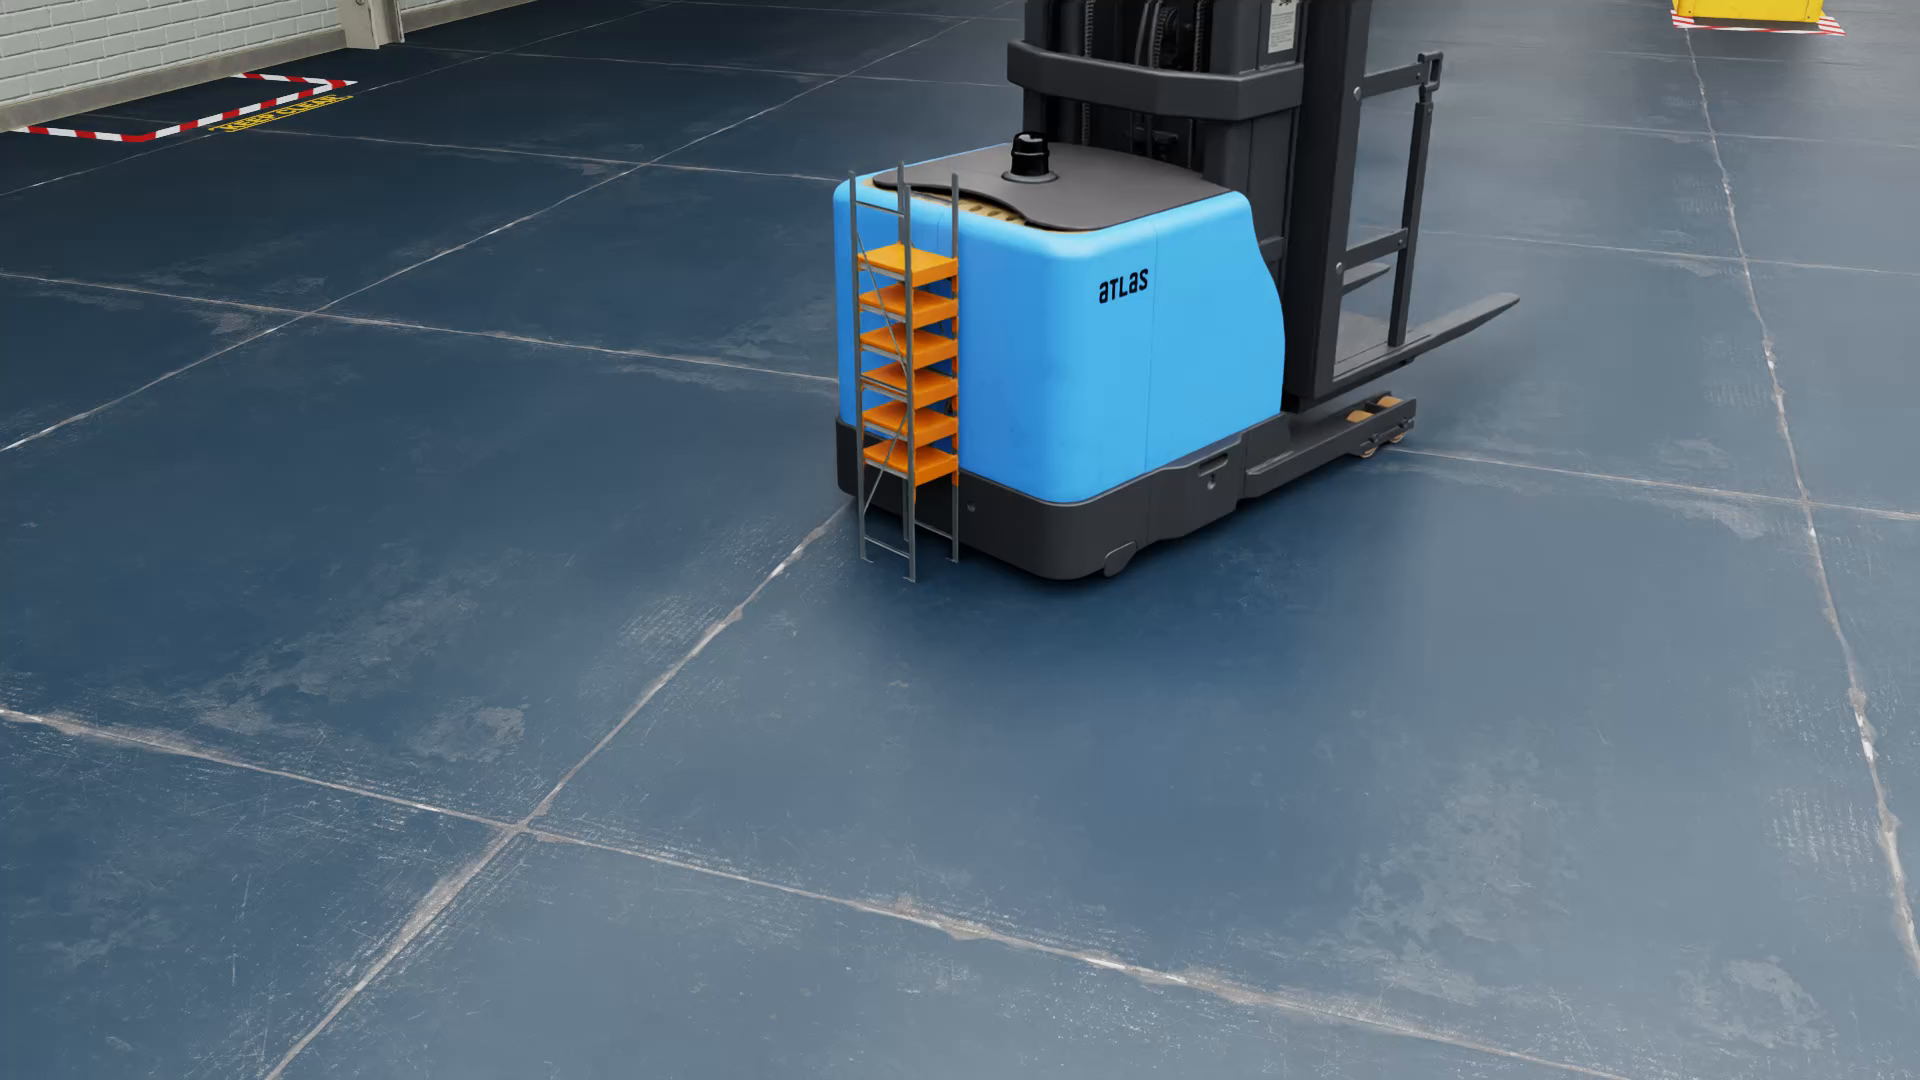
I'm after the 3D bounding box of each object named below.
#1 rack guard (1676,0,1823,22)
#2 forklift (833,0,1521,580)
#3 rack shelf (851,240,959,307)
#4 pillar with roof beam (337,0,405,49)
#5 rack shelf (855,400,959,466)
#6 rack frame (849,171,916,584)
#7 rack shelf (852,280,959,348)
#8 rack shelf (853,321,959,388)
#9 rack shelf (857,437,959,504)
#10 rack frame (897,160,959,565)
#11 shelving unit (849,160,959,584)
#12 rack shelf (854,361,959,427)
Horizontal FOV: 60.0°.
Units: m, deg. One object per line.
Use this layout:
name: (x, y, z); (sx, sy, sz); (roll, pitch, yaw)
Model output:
rack guard: (7.096, -4.949, 14.898); (1.175, 0.500, 0.348); (9, 27, 17)
forklift: (0.992, -1.748, 5.497); (1.130, 2.935, 3.031); (23, 34, 39)
rack shelf: (-0.156, -0.758, 4.714); (0.258, 0.103, 0.180); (23, 34, 39)
pillar with roof beam: (-0.747, -7.496, 10.406); (9.100, 9.000, 0.400); (9, 27, 17)
rack shelf: (-0.156, -0.326, 4.924); (0.258, 0.103, 0.180); (23, 34, 39)
rack frame: (-0.220, -0.446, 4.793); (0.240, 1.200, 0.006); (23, 34, 39)
rack shelf: (-0.156, -0.650, 4.767); (0.258, 0.103, 0.180); (23, 34, 39)
rack shelf: (-0.156, -0.542, 4.819); (0.258, 0.103, 0.180); (23, 34, 39)
rack shelf: (-0.156, -0.218, 4.976); (0.258, 0.103, 0.180); (23, 34, 39)
rack frame: (-0.092, -0.502, 4.911); (0.240, 1.200, 0.006); (23, 34, 39)
shelving unit: (-0.156, -0.474, 4.852); (0.258, 1.200, 0.189); (23, 34, 39)
rack shelf: (-0.156, -0.434, 4.871); (0.258, 0.103, 0.180); (23, 34, 39)
